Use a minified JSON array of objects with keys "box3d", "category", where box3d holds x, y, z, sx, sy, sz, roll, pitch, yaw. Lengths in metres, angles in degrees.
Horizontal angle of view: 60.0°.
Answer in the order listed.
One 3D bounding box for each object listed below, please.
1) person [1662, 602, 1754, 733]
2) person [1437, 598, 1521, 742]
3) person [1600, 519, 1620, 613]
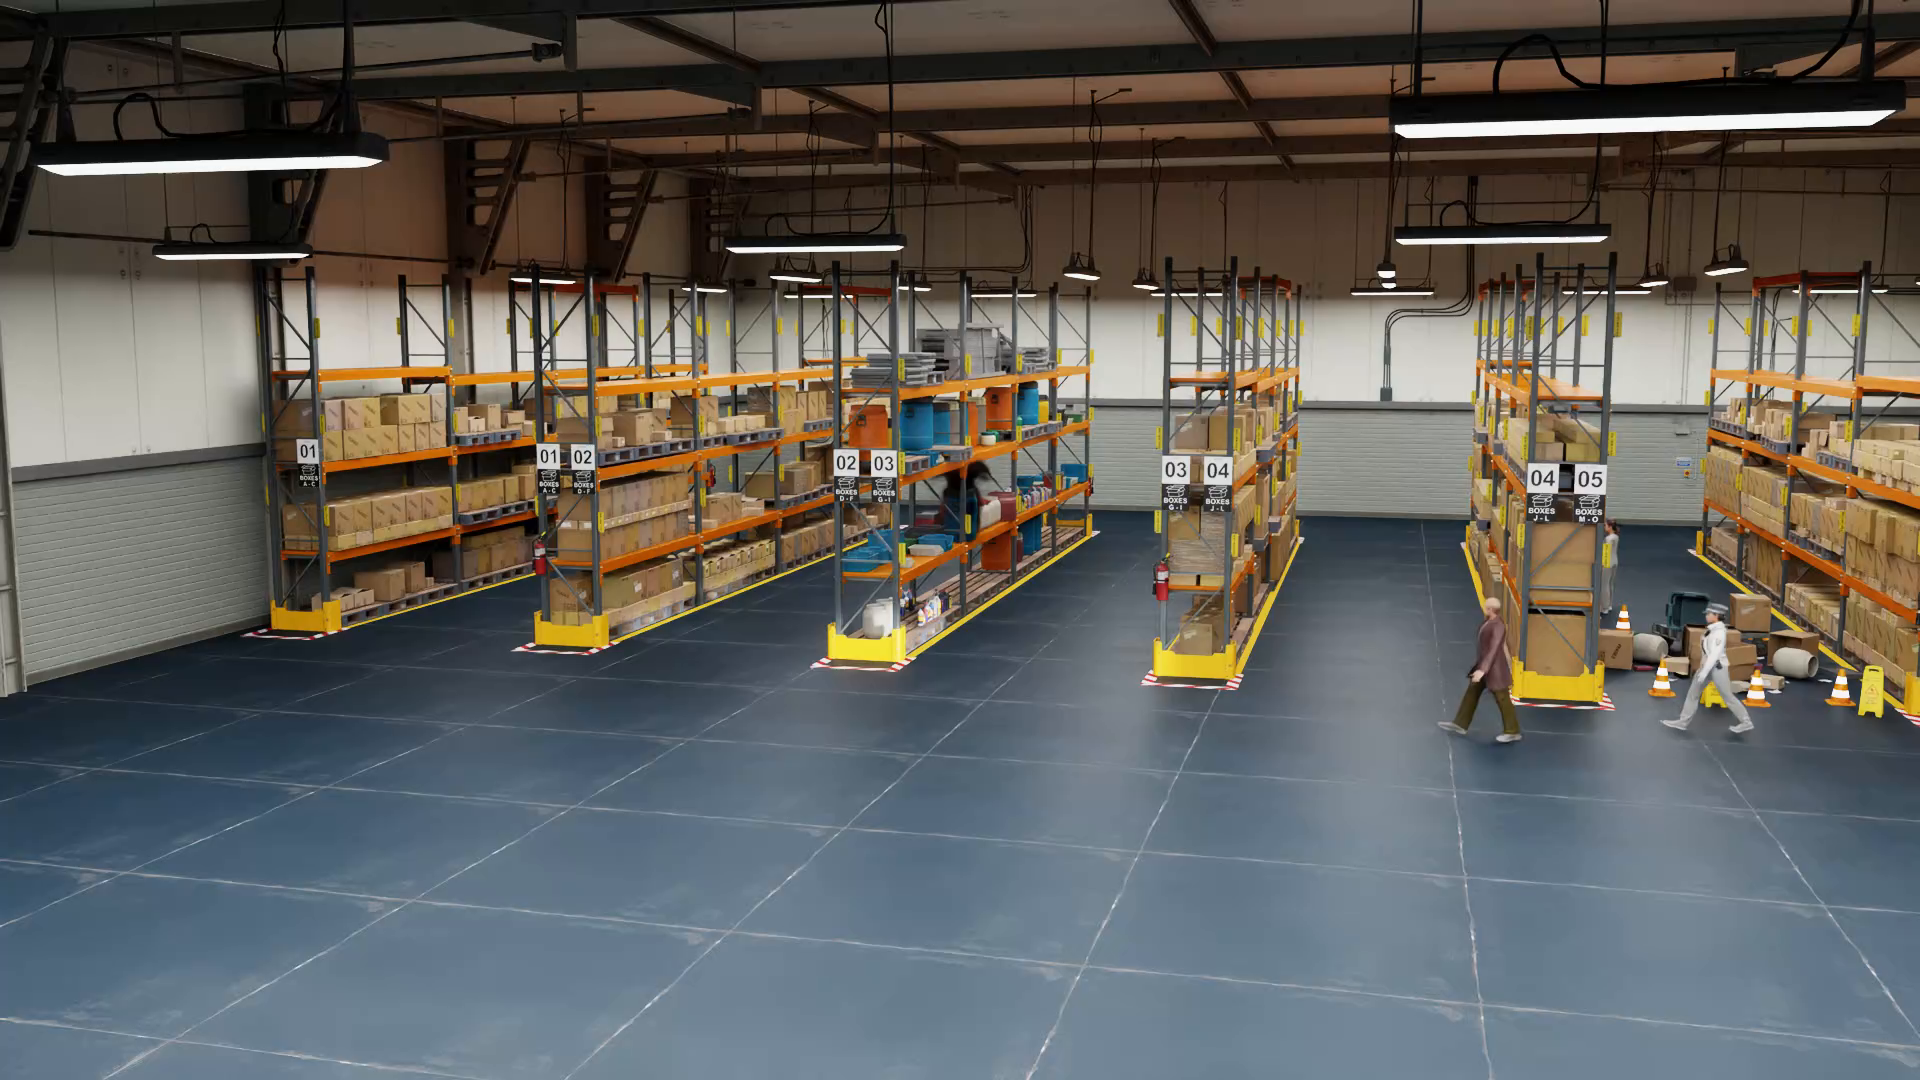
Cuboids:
[{"box3d":[9.296,1.582,20.562,0.986,1.632,0.478,0,7,3],"category":"person"},{"box3d":[6.397,1.557,20.304,0.855,1.749,0.727,-1,7,-7],"category":"person"},{"box3d":[11.421,0.445,29.449,0.519,1.675,0.477,-6,10,-41],"category":"person"}]
